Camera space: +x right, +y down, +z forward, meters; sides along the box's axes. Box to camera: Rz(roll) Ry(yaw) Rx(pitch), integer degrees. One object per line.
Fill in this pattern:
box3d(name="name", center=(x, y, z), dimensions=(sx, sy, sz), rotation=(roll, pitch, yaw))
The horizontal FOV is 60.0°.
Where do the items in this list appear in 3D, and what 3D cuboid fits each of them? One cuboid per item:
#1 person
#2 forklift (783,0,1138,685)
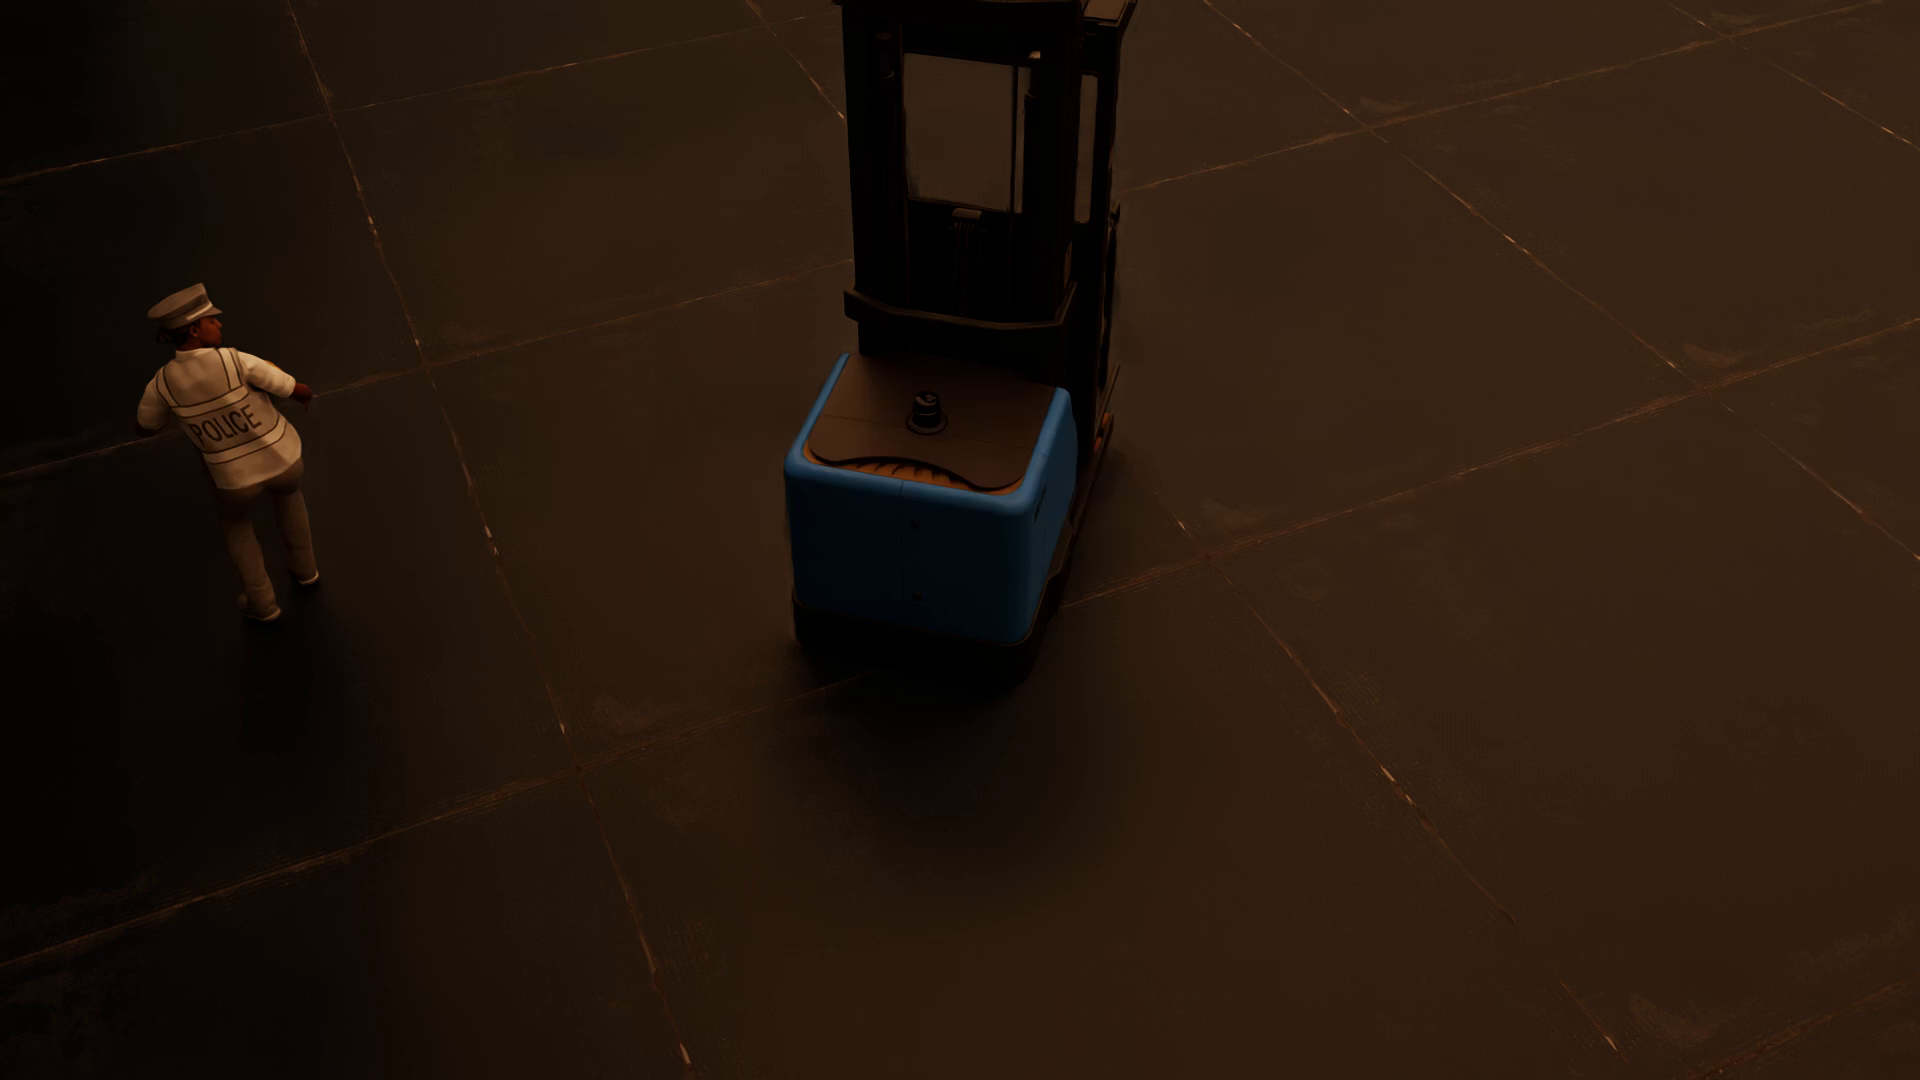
box3d(name="person", center=(-3.077, -0.384, 7.093), dimensions=(0.695, 1.626, 0.642), rotation=(-20, 47, -20))
box3d(name="forklift", center=(0.148, -1.477, 7.262), dimensions=(1.130, 2.935, 3.031), rotation=(10, 44, 11))
